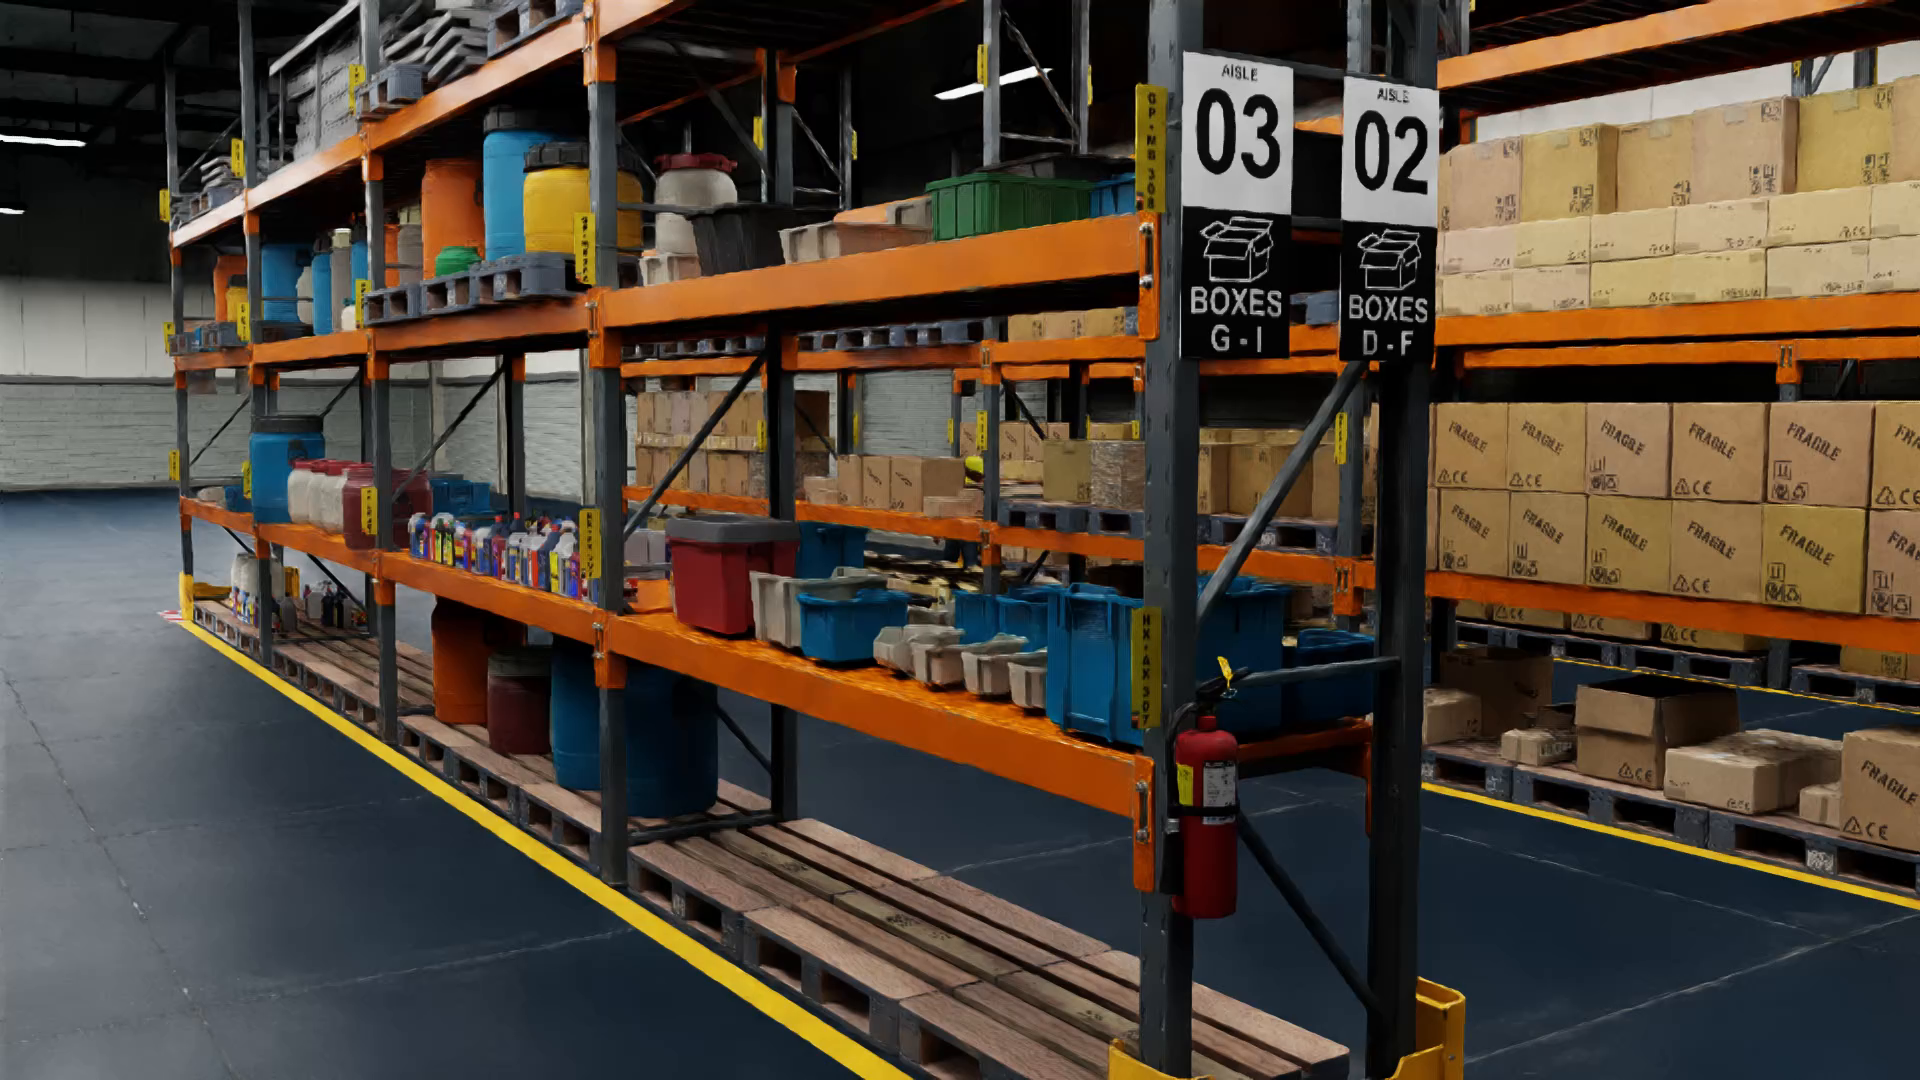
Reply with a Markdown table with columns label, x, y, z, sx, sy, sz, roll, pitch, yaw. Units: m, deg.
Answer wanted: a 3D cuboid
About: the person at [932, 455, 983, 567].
| label | x | y | z | sx | sy | sz | roll | pitch | yaw |
| --- | --- | --- | --- | --- | --- | --- | --- | --- | --- |
| person | 0.003 | -0.080 | 18.462 | 0.687 | 1.723 | 0.623 | 2 | 5 | 27 |
